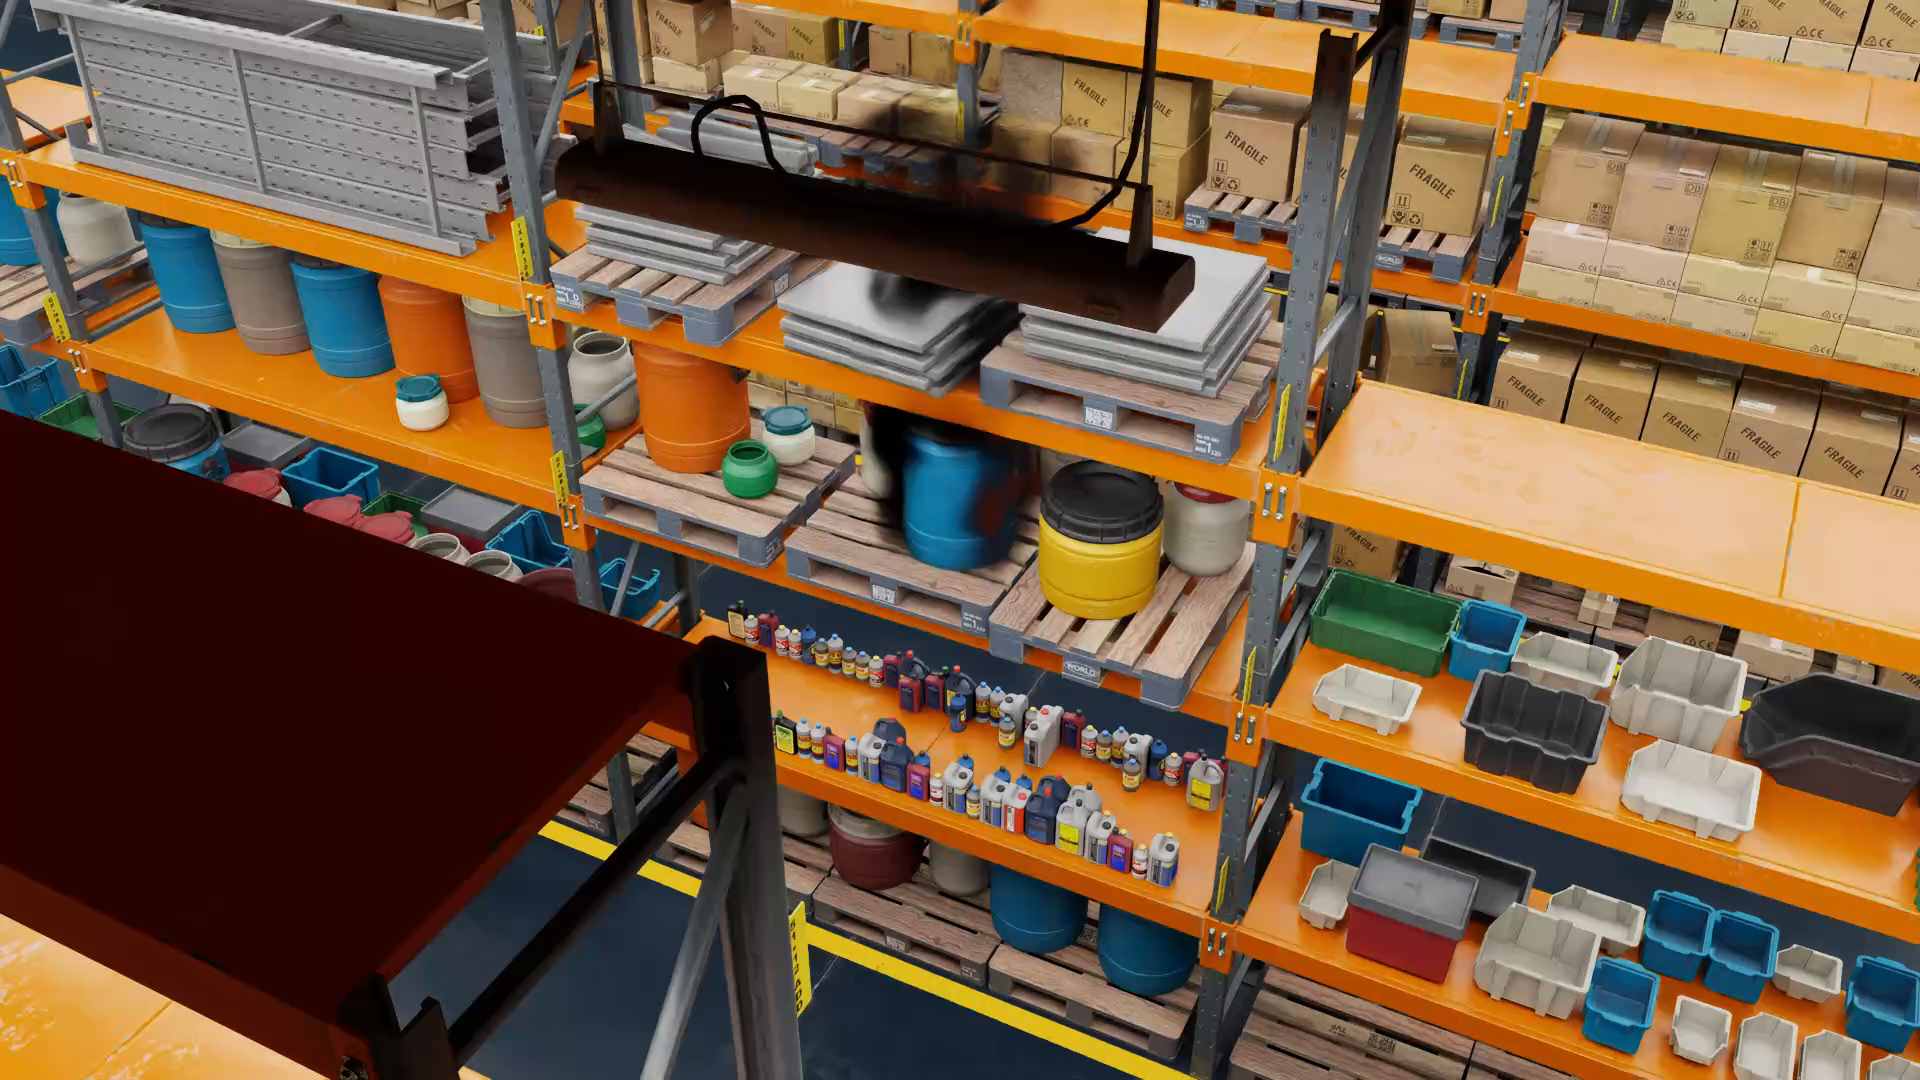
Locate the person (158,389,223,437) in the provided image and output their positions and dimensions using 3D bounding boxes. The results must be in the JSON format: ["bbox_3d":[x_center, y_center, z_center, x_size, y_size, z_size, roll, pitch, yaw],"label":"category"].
[{"bbox_3d":[-6.513,-1.239,14.133,0.766,1.738,0.741,20,40,26],"label":"person"}]
